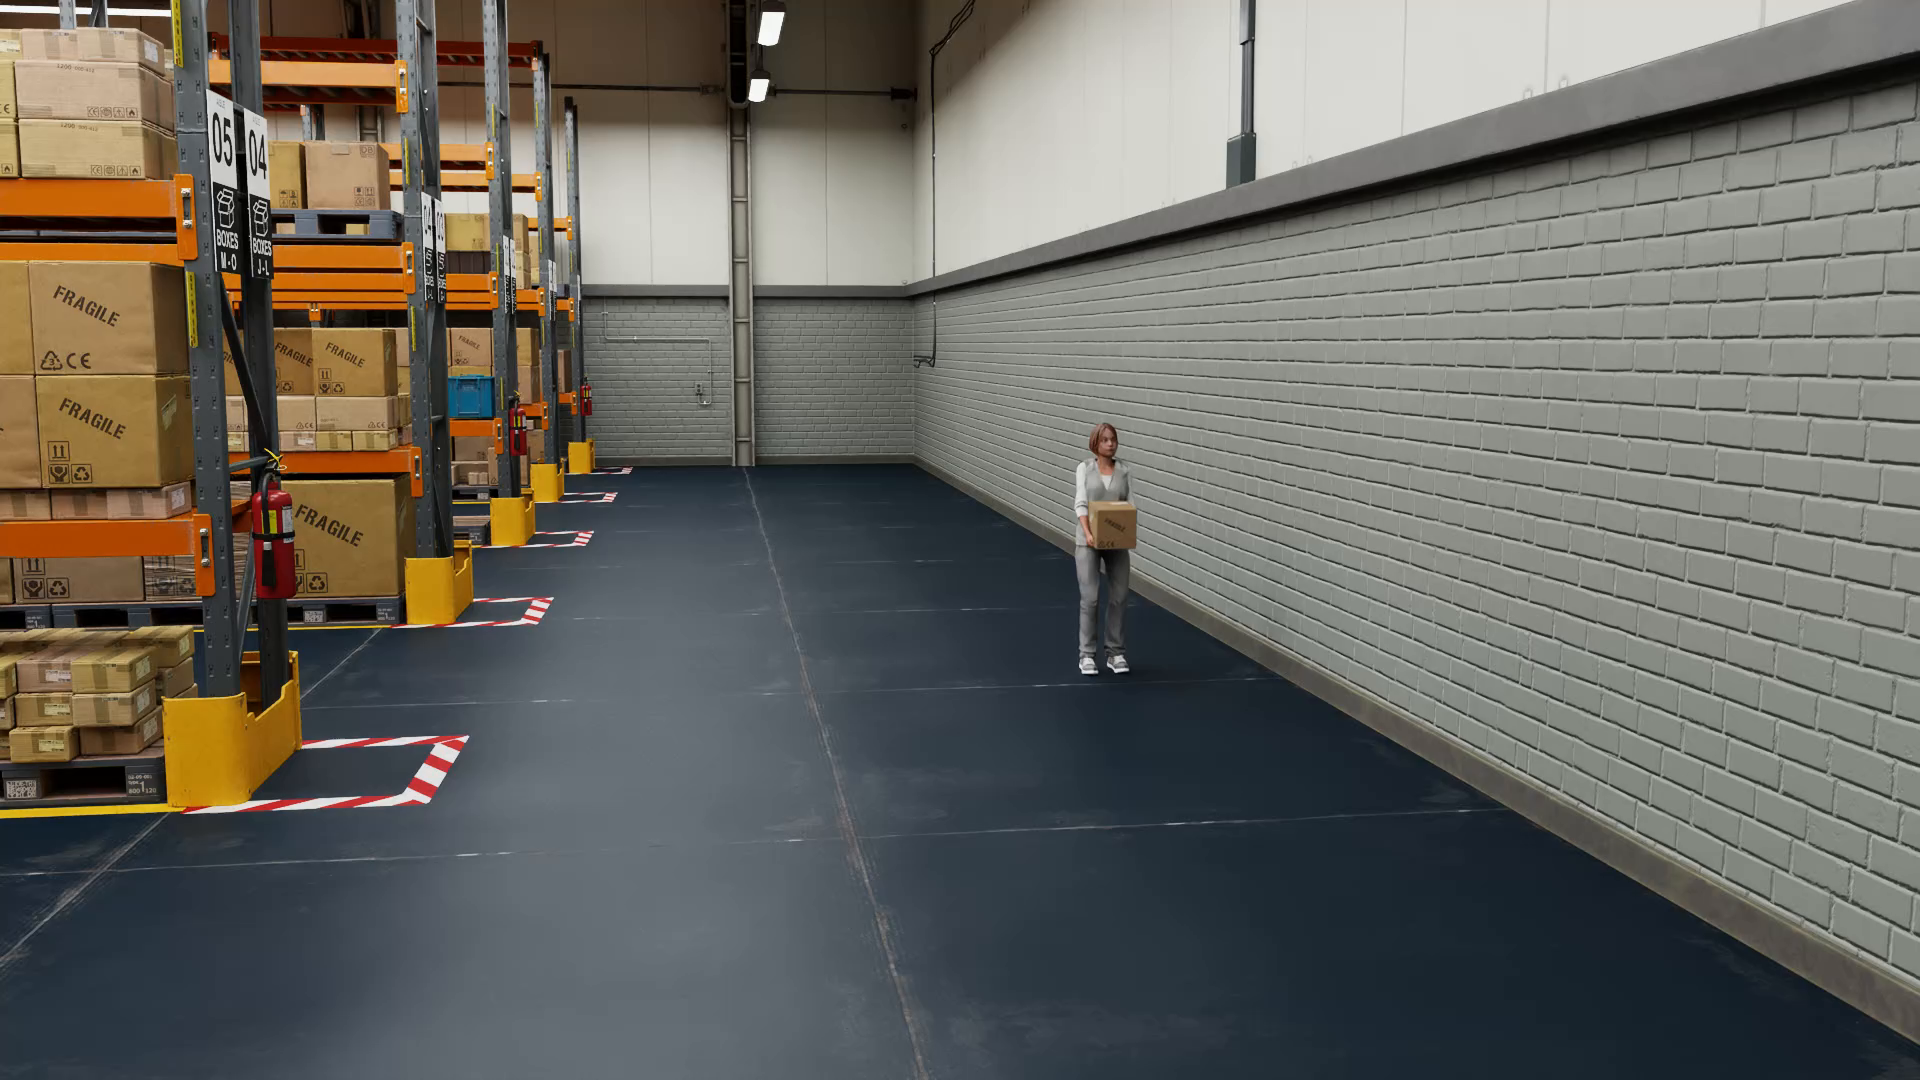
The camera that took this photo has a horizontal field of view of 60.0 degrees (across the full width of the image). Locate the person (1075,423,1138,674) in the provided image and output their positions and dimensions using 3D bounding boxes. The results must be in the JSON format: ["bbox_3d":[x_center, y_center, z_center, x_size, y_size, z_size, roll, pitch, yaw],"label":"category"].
[{"bbox_3d":[0.927,0.059,10.545,0.405,1.590,0.497,-1,7,-8],"label":"person"}]
